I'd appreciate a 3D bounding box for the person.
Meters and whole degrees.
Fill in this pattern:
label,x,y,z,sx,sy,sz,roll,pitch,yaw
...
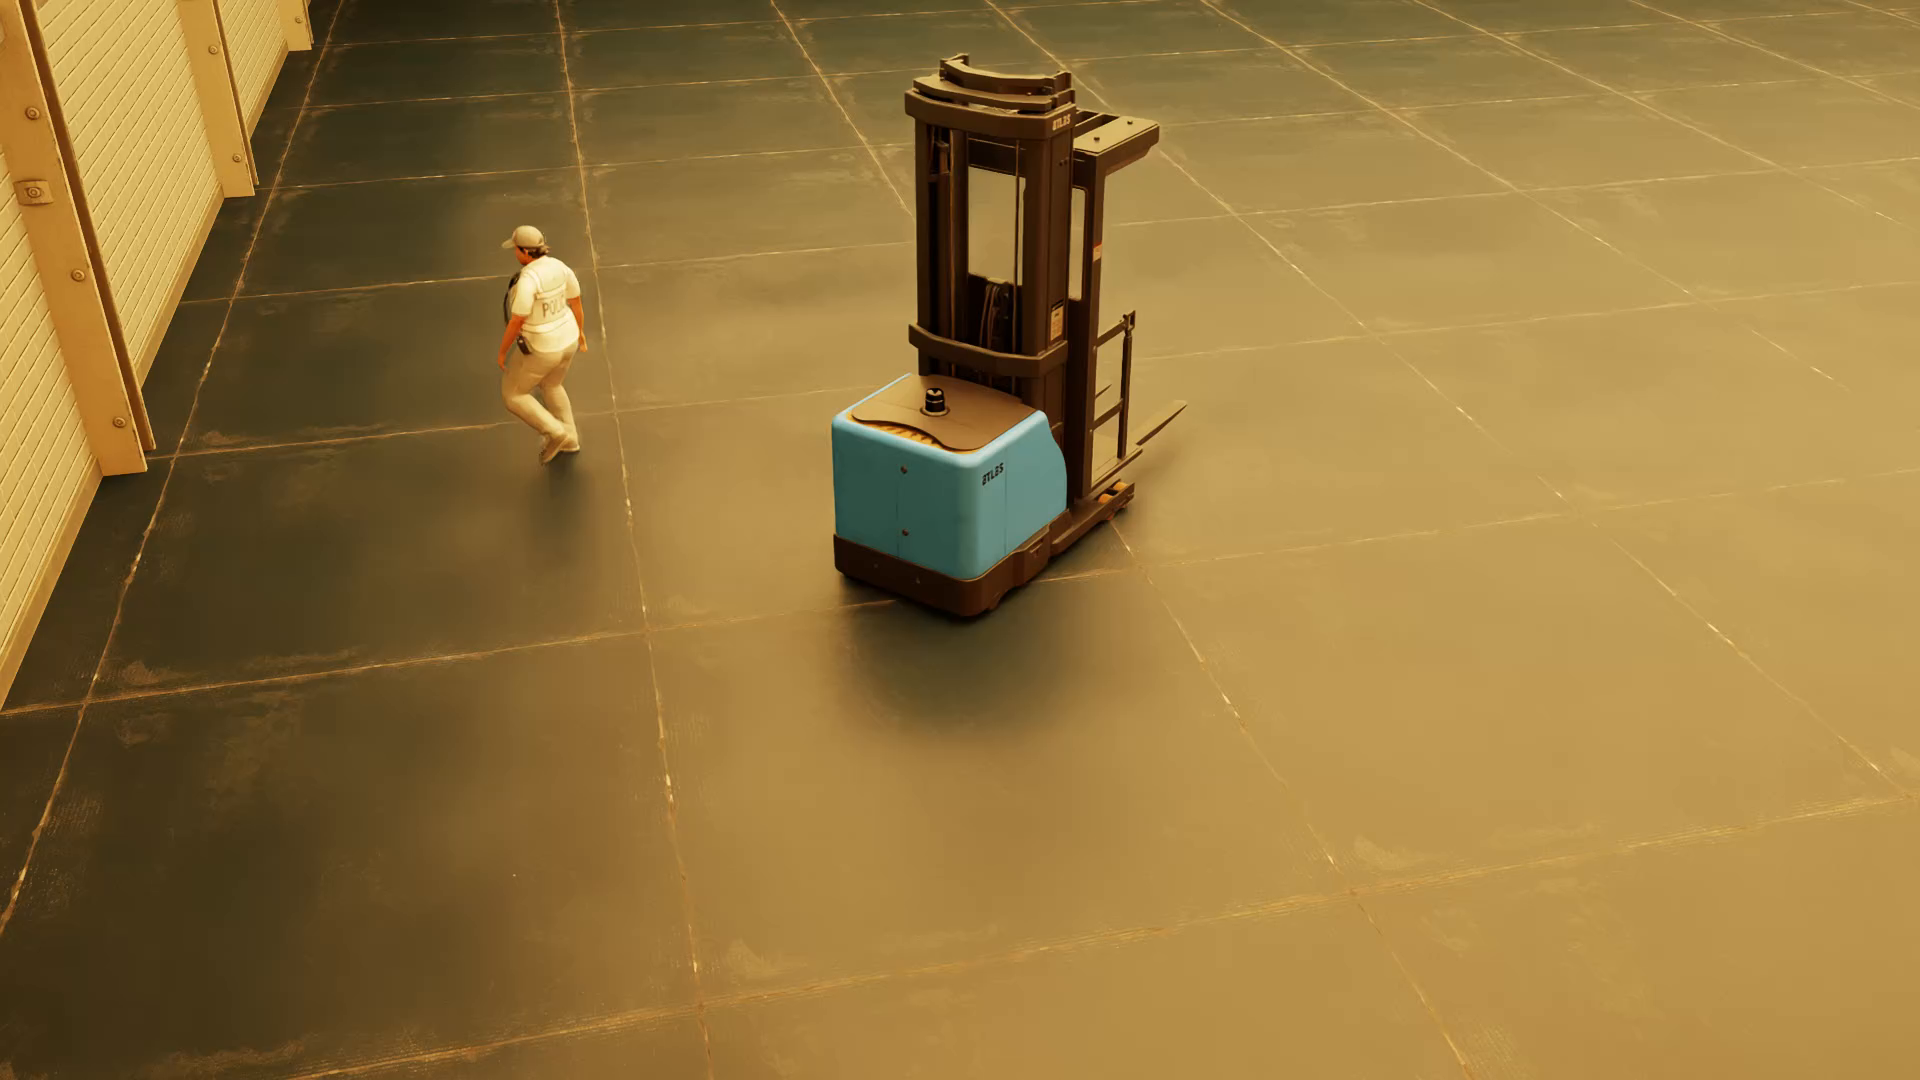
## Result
label,x,y,z,sx,sy,sz,roll,pitch,yaw
person,-2.803,-1.304,11.117,0.454,1.645,0.646,11,32,18

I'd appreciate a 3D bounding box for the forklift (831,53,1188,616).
label,x,y,z,sx,sy,sz,roll,pitch,yaw
forklift,0.482,-1.520,10.200,1.130,2.935,3.031,19,35,29
